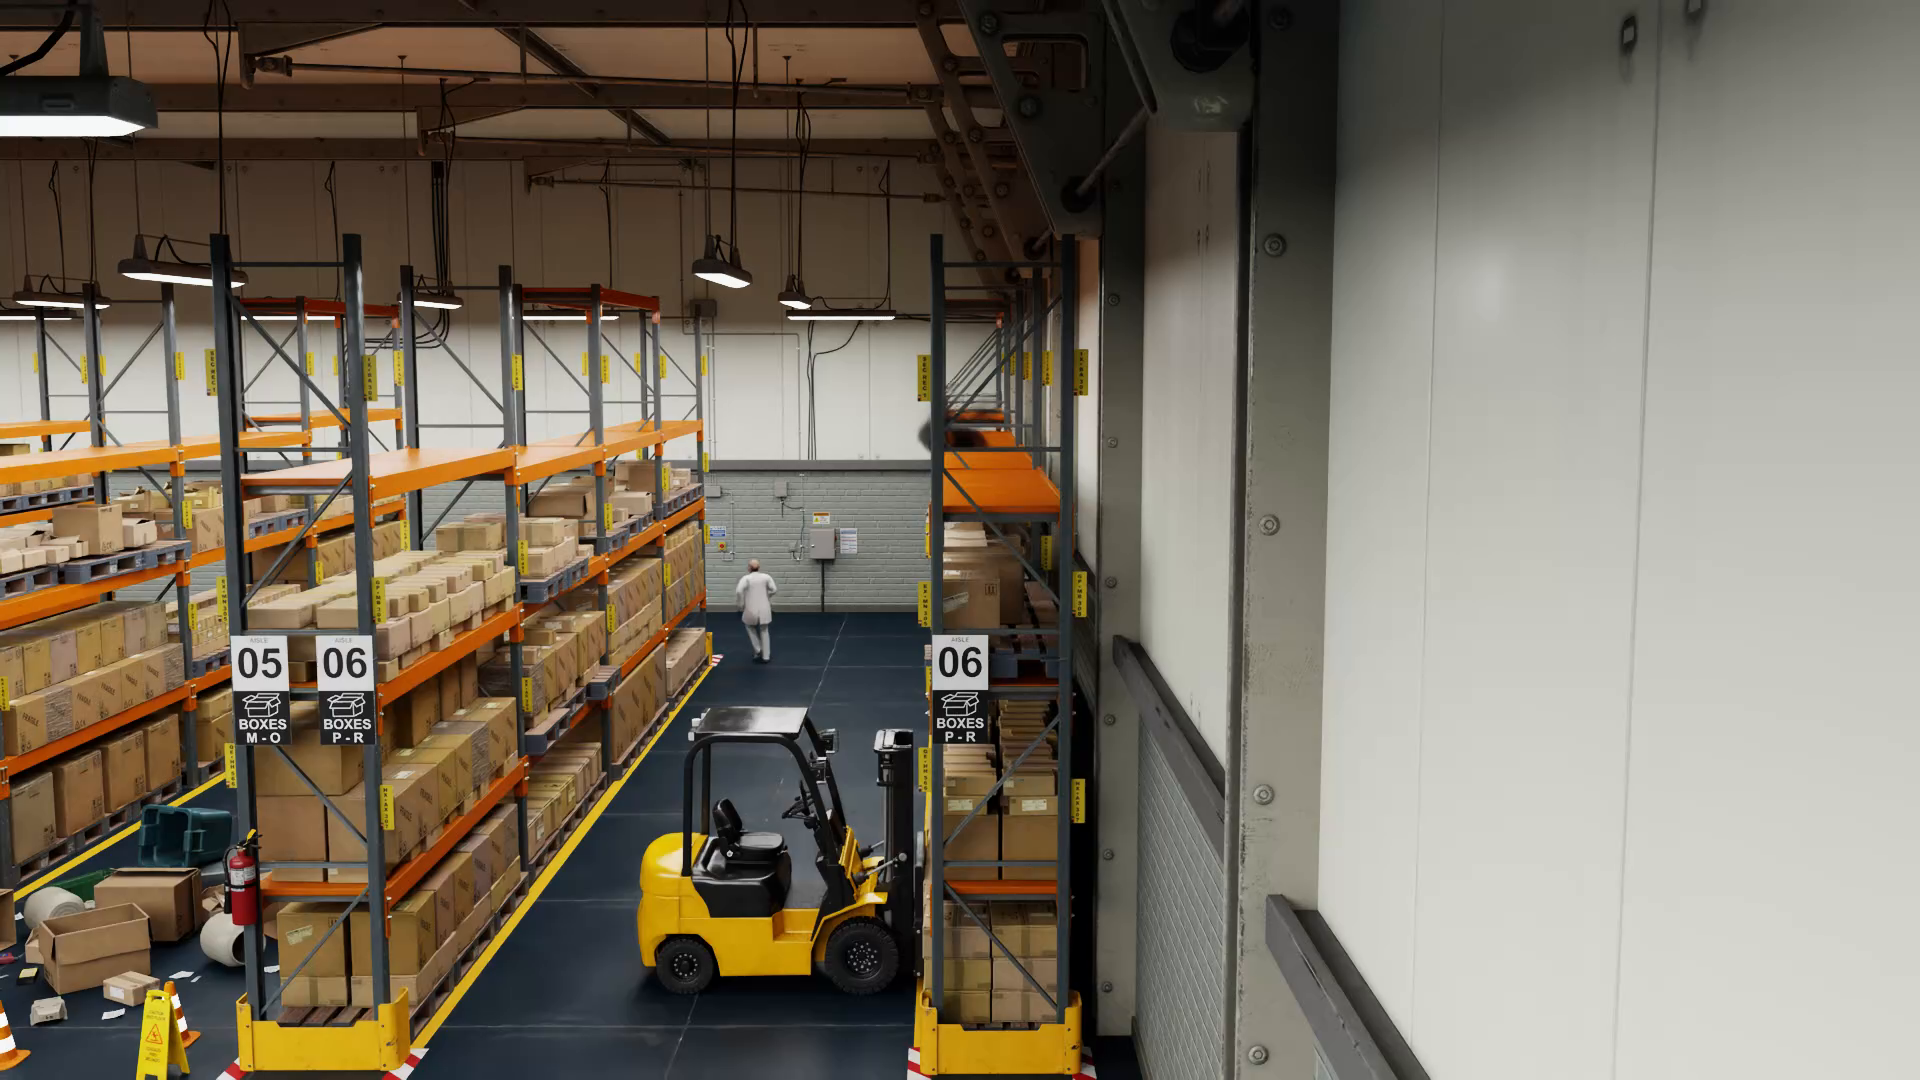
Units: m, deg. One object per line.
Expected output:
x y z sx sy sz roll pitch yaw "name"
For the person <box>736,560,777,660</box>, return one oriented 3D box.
-3.484 1.204 28.275 0.756 1.768 0.751 -2 7 -19 "person"
